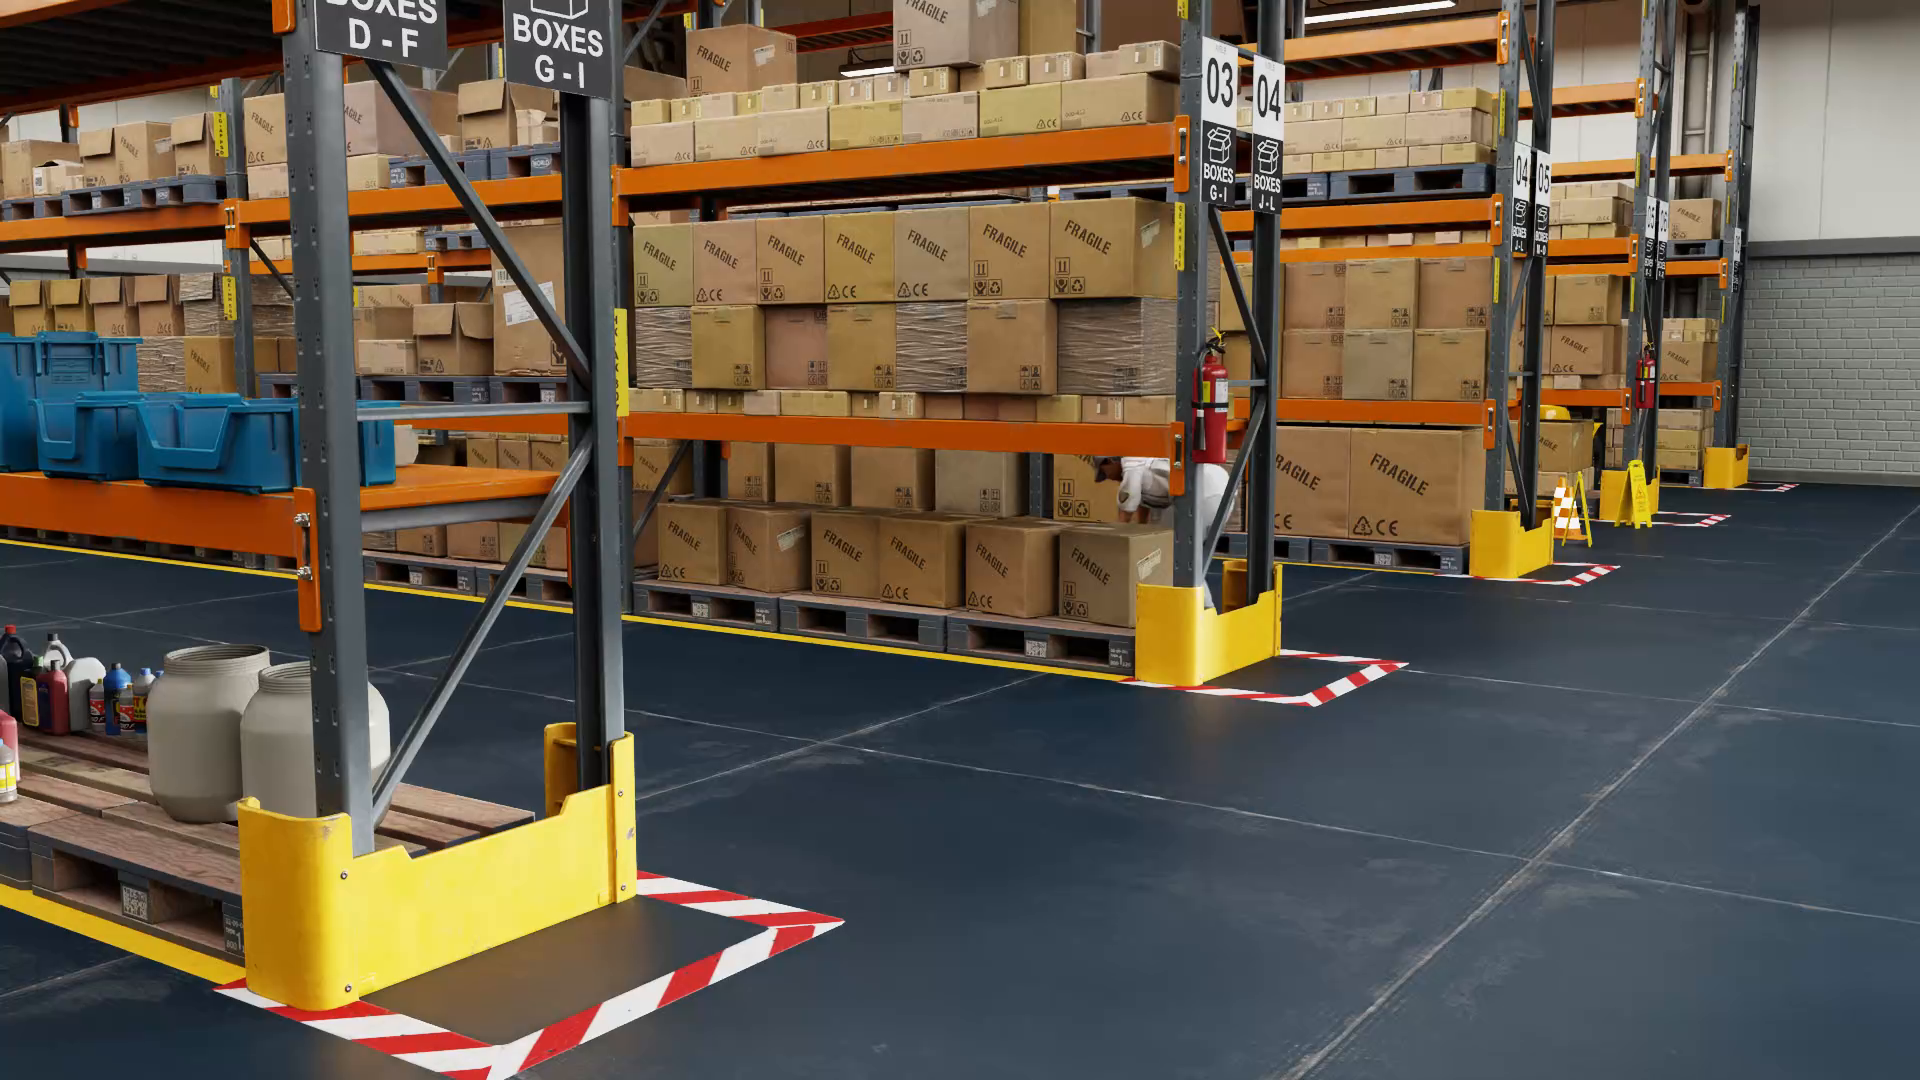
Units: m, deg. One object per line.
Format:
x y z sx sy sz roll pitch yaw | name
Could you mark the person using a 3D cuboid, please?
1.265 -0.052 10.464 0.929 1.111 0.487 4 7 29 | person
